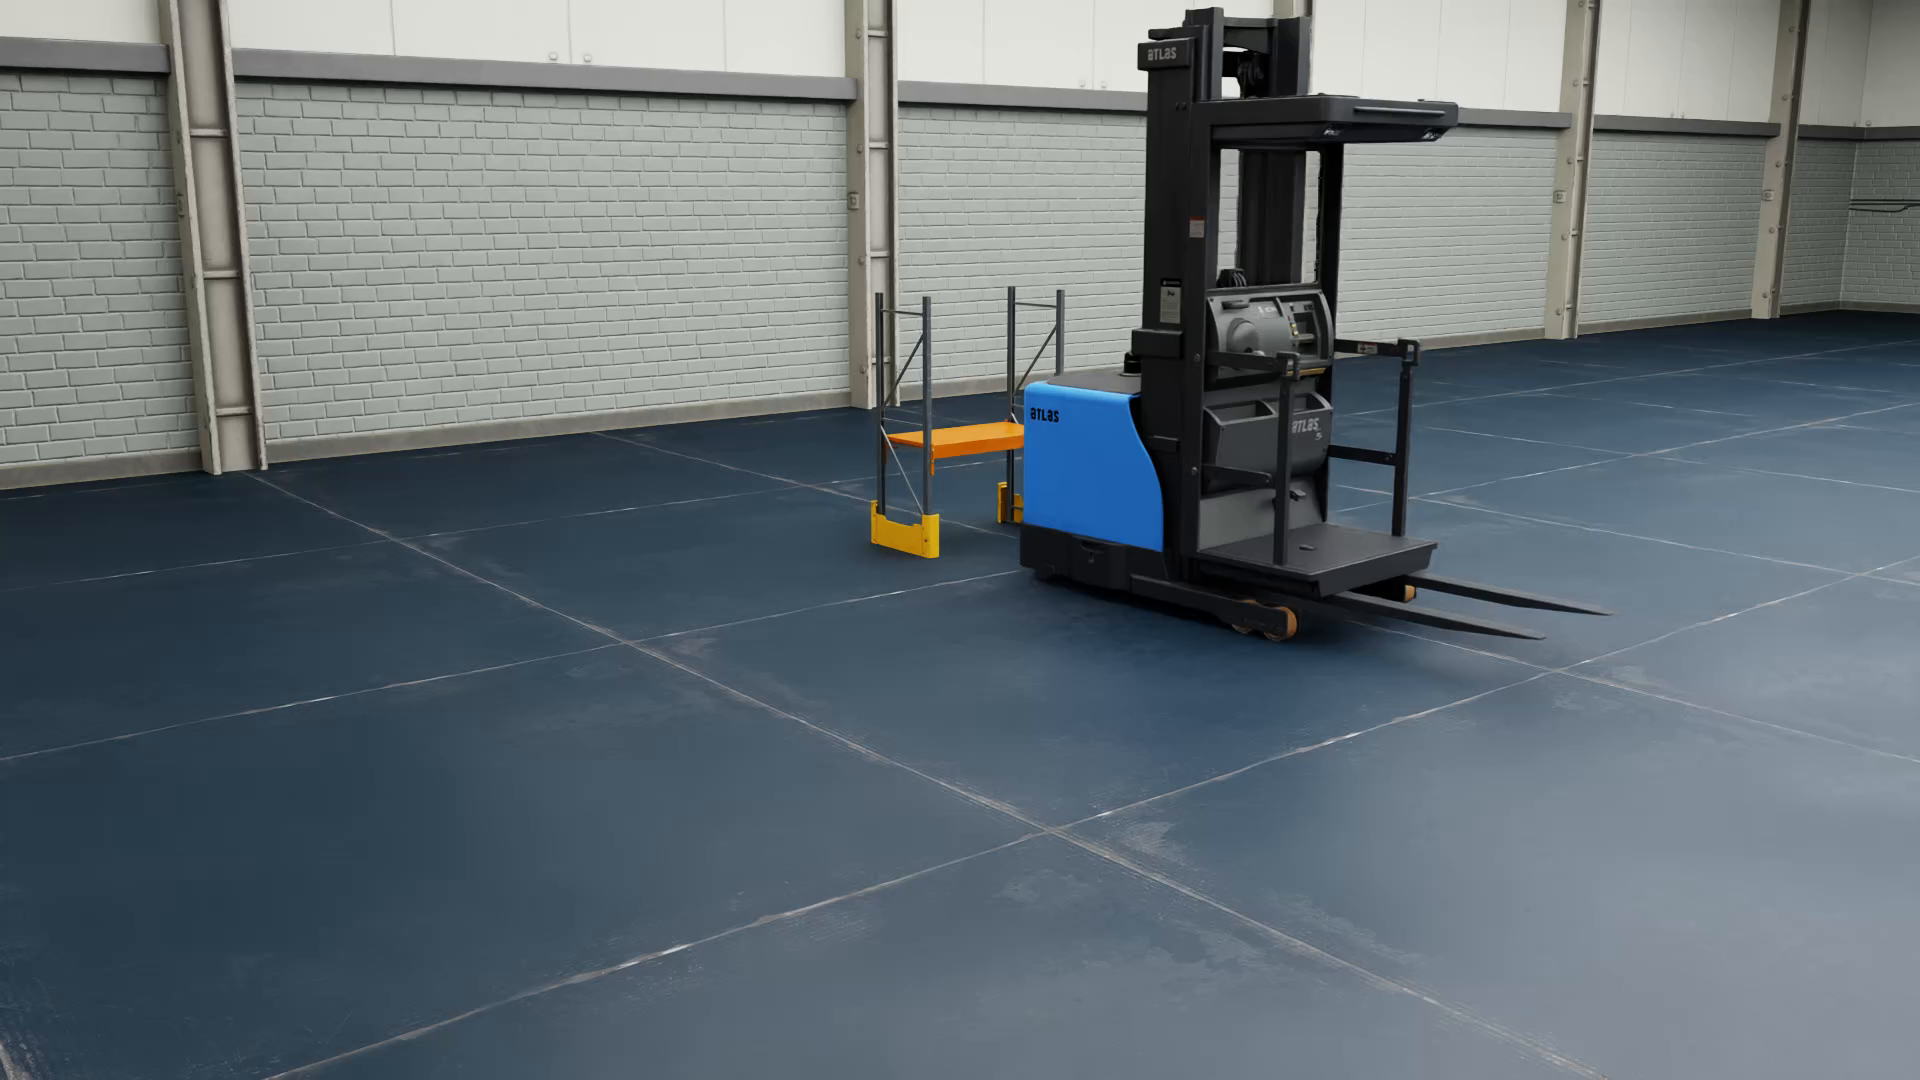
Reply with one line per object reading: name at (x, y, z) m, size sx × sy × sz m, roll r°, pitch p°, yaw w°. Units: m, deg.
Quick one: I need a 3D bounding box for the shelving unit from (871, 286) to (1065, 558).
shelving unit at (0.060, -0.744, 10.020) m, size 1.083 × 1.500 × 0.587 m, roll -9°, pitch 15°, yaw -38°

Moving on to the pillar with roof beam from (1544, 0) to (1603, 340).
pillar with roof beam at (11.225, -6.578, 19.441) m, size 0.400 × 9.000 × 9.100 m, roll -9°, pitch 15°, yaw -38°

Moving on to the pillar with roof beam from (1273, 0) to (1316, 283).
pillar with roof beam at (6.540, -5.799, 15.775) m, size 0.400 × 9.000 × 9.100 m, roll -9°, pitch 15°, yaw -38°

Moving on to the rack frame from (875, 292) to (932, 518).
rack frame at (-0.330, -0.679, 9.714) m, size 0.032 × 1.500 × 0.500 m, roll -9°, pitch 15°, yaw -38°

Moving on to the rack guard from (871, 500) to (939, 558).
rack guard at (-0.329, -0.068, 9.845) m, size 0.087 × 0.250 × 0.587 m, roll -9°, pitch 15°, yaw -38°

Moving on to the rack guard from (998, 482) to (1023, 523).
rack guard at (0.448, -0.197, 10.454) m, size 0.087 × 0.250 × 0.587 m, roll -9°, pitch 15°, yaw -38°

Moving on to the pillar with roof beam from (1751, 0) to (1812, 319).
pillar with roof beam at (15.910, -7.356, 23.108) m, size 0.400 × 9.000 × 9.100 m, roll -9°, pitch 15°, yaw -38°

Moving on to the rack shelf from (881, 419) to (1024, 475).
rack shelf at (0.067, -0.569, 10.062) m, size 1.000 × 0.185 × 0.538 m, roll -9°, pitch 15°, yaw -38°

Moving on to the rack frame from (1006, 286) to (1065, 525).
rack frame at (0.464, -0.811, 10.336) m, size 0.032 × 1.500 × 0.500 m, roll -9°, pitch 15°, yaw -38°

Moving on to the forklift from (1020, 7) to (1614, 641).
forklift at (1.693, -1.074, 8.130) m, size 1.130 × 2.935 × 3.031 m, roll -11°, pitch 16°, yaw -41°

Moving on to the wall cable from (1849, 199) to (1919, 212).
wall cable at (16.347, -6.703, 27.509) m, size 0.112 × 2.526 × 3.097 m, roll -9°, pitch 15°, yaw -38°

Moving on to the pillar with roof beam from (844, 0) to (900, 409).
pillar with roof beam at (1.855, -5.021, 12.108) m, size 0.400 × 9.000 × 9.100 m, roll -9°, pitch 15°, yaw -38°

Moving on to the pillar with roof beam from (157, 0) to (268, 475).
pillar with roof beam at (-2.830, -4.242, 8.442) m, size 0.400 × 9.000 × 9.100 m, roll -9°, pitch 15°, yaw -38°
